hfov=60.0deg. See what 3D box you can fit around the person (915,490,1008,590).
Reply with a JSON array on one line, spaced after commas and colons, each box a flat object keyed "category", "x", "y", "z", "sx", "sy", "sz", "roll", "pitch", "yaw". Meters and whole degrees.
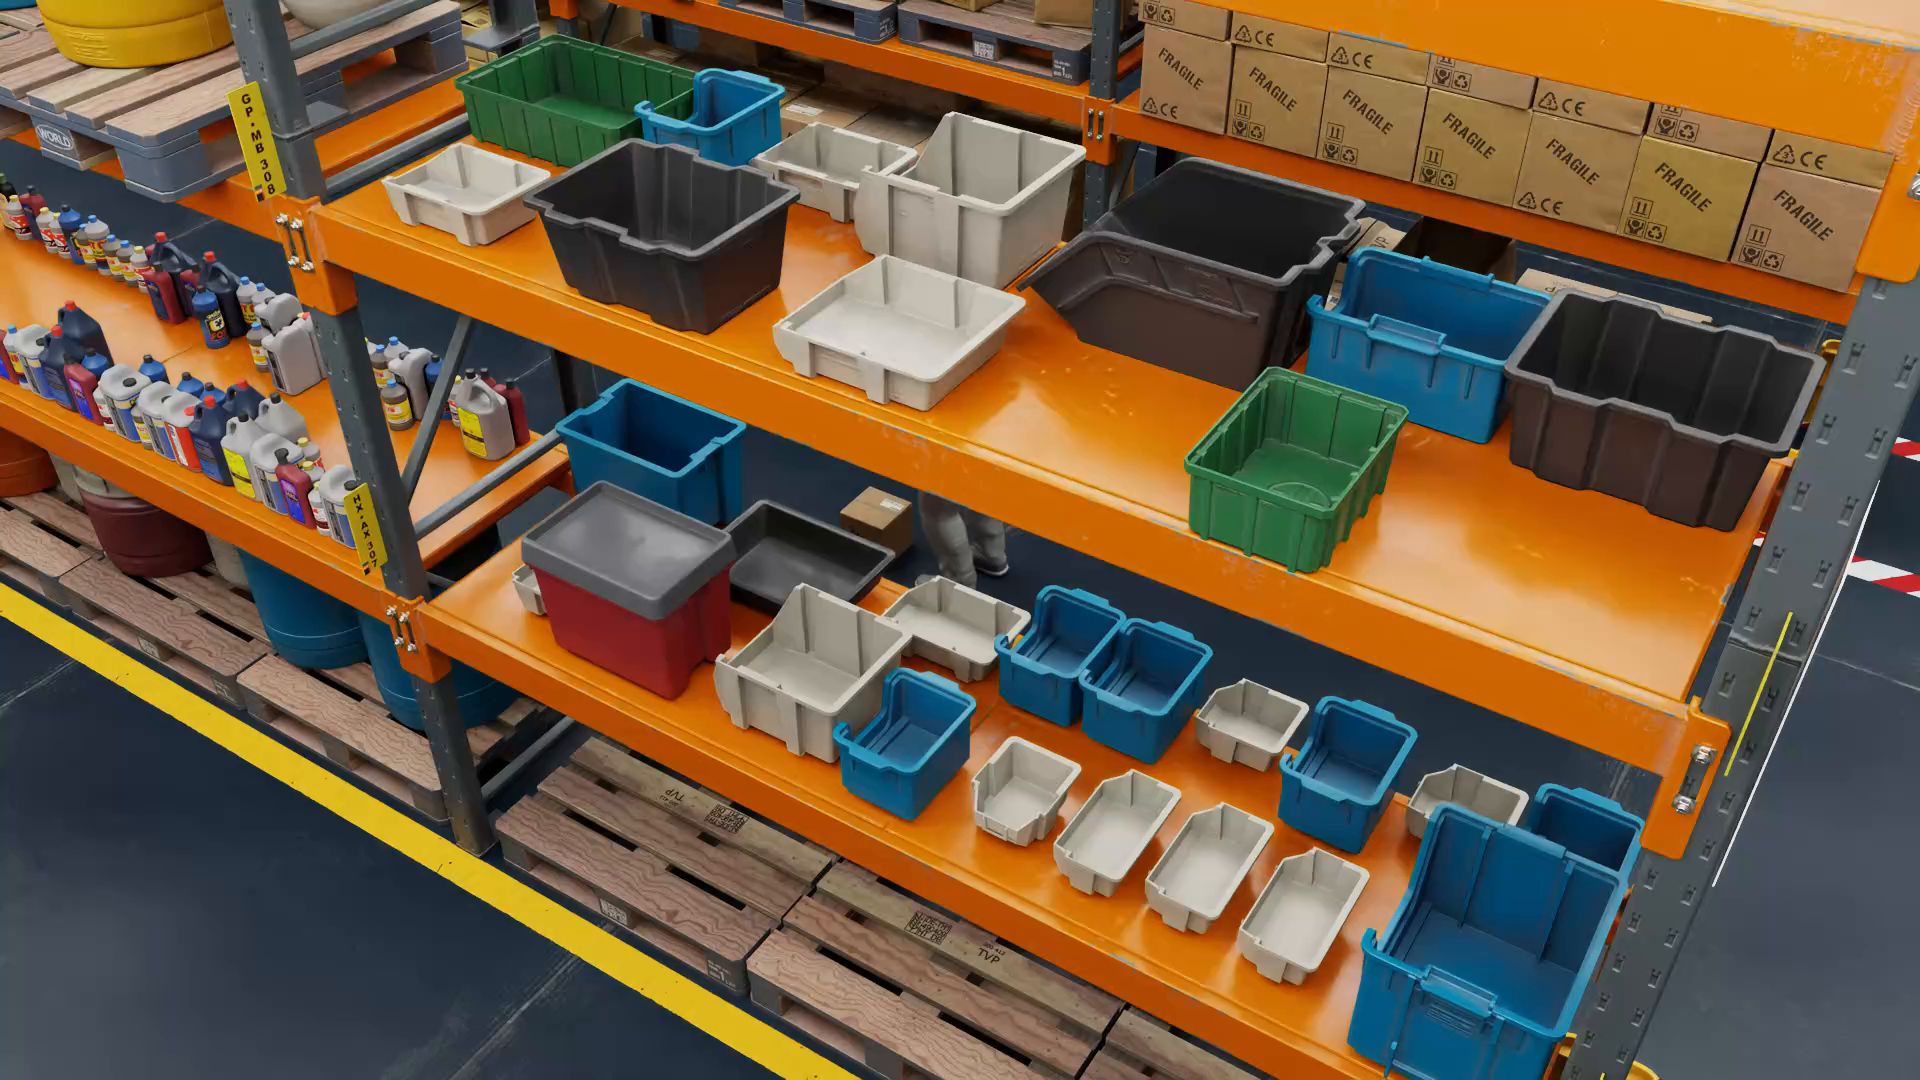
[{"category": "person", "x": 0.015, "y": -0.461, "z": 7.286, "sx": 0.394, "sy": 1.731, "sz": 0.538, "roll": 22, "pitch": 43, "yaw": 26}]
